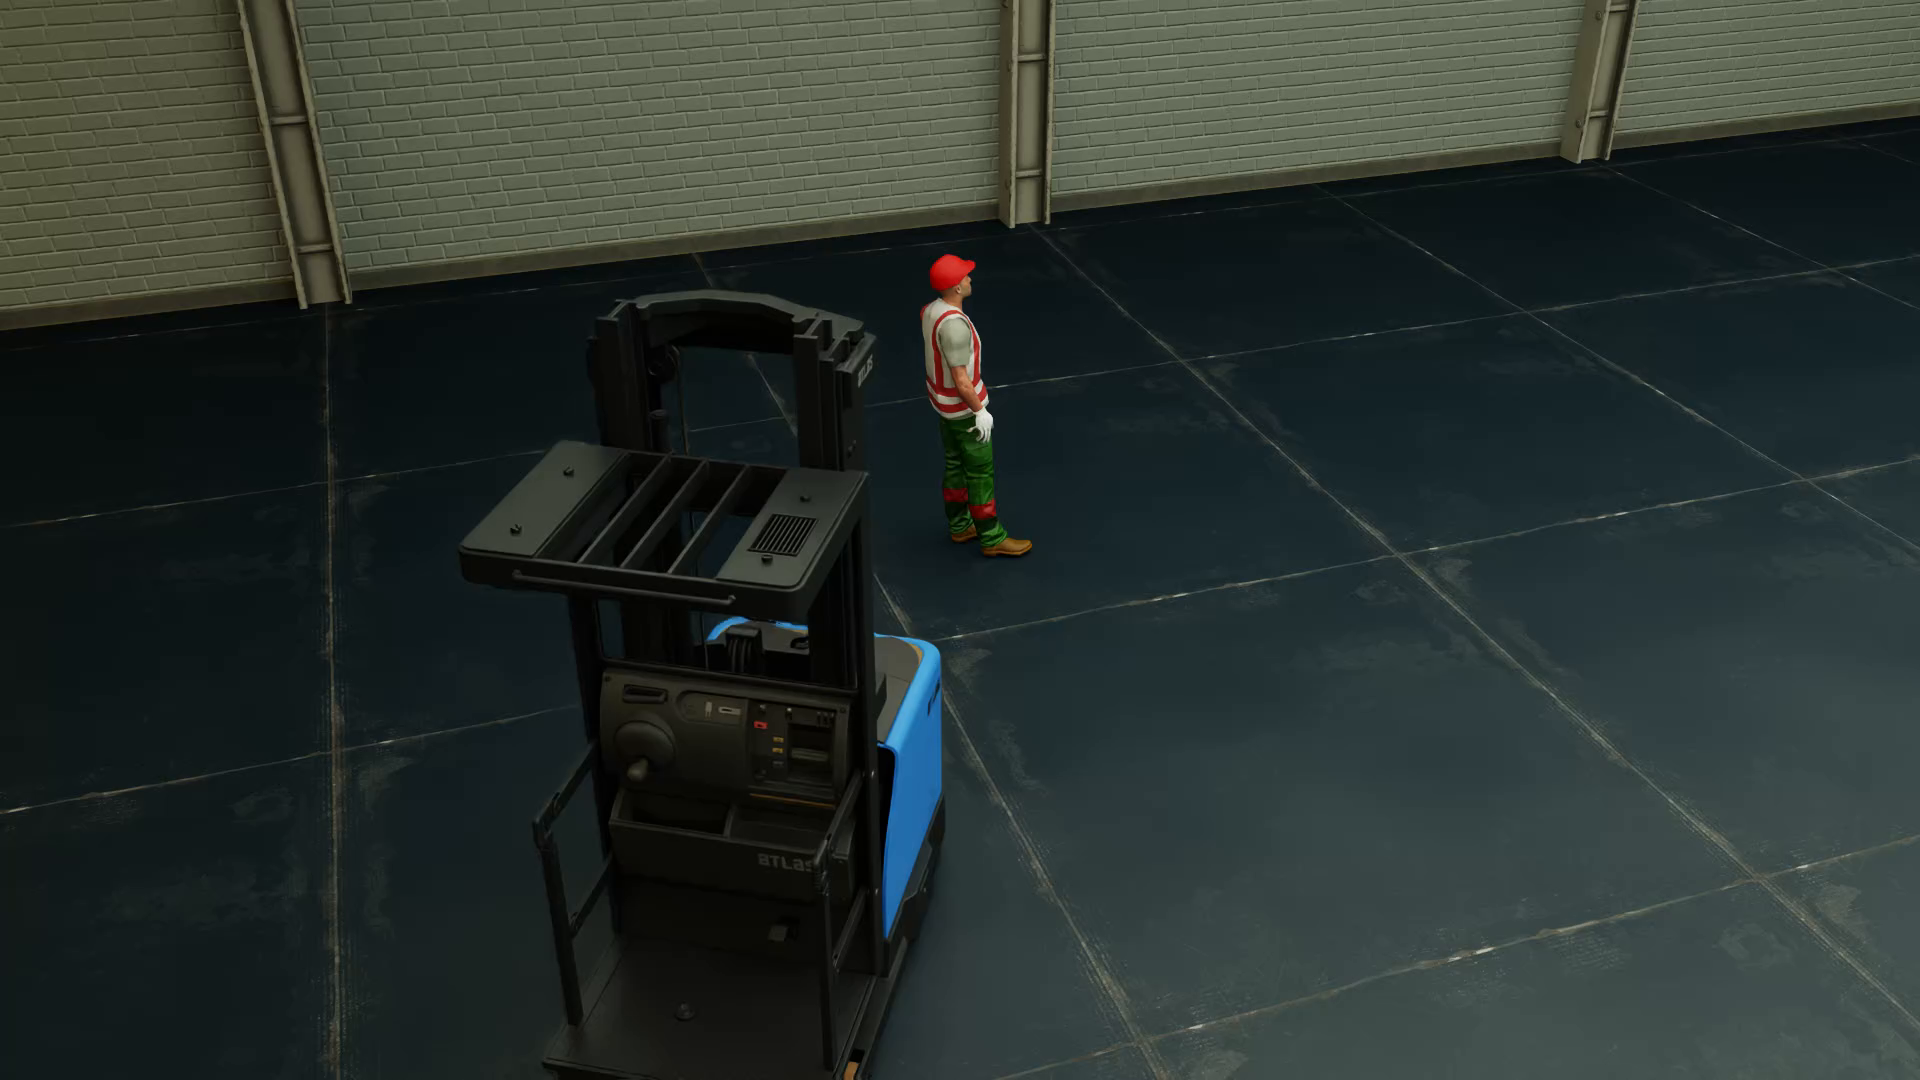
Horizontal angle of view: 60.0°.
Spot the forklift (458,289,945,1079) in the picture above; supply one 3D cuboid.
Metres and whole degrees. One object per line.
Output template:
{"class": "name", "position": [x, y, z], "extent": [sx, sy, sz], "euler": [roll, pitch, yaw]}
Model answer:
{"class": "forklift", "position": [-0.891, 0.756, 5.773], "extent": [1.130, 2.935, 3.031], "euler": [6, 31, 11]}

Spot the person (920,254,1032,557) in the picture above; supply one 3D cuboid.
{"class": "person", "position": [0.080, -0.789, 9.589], "extent": [0.562, 1.790, 0.637], "euler": [-10, 31, -16]}
